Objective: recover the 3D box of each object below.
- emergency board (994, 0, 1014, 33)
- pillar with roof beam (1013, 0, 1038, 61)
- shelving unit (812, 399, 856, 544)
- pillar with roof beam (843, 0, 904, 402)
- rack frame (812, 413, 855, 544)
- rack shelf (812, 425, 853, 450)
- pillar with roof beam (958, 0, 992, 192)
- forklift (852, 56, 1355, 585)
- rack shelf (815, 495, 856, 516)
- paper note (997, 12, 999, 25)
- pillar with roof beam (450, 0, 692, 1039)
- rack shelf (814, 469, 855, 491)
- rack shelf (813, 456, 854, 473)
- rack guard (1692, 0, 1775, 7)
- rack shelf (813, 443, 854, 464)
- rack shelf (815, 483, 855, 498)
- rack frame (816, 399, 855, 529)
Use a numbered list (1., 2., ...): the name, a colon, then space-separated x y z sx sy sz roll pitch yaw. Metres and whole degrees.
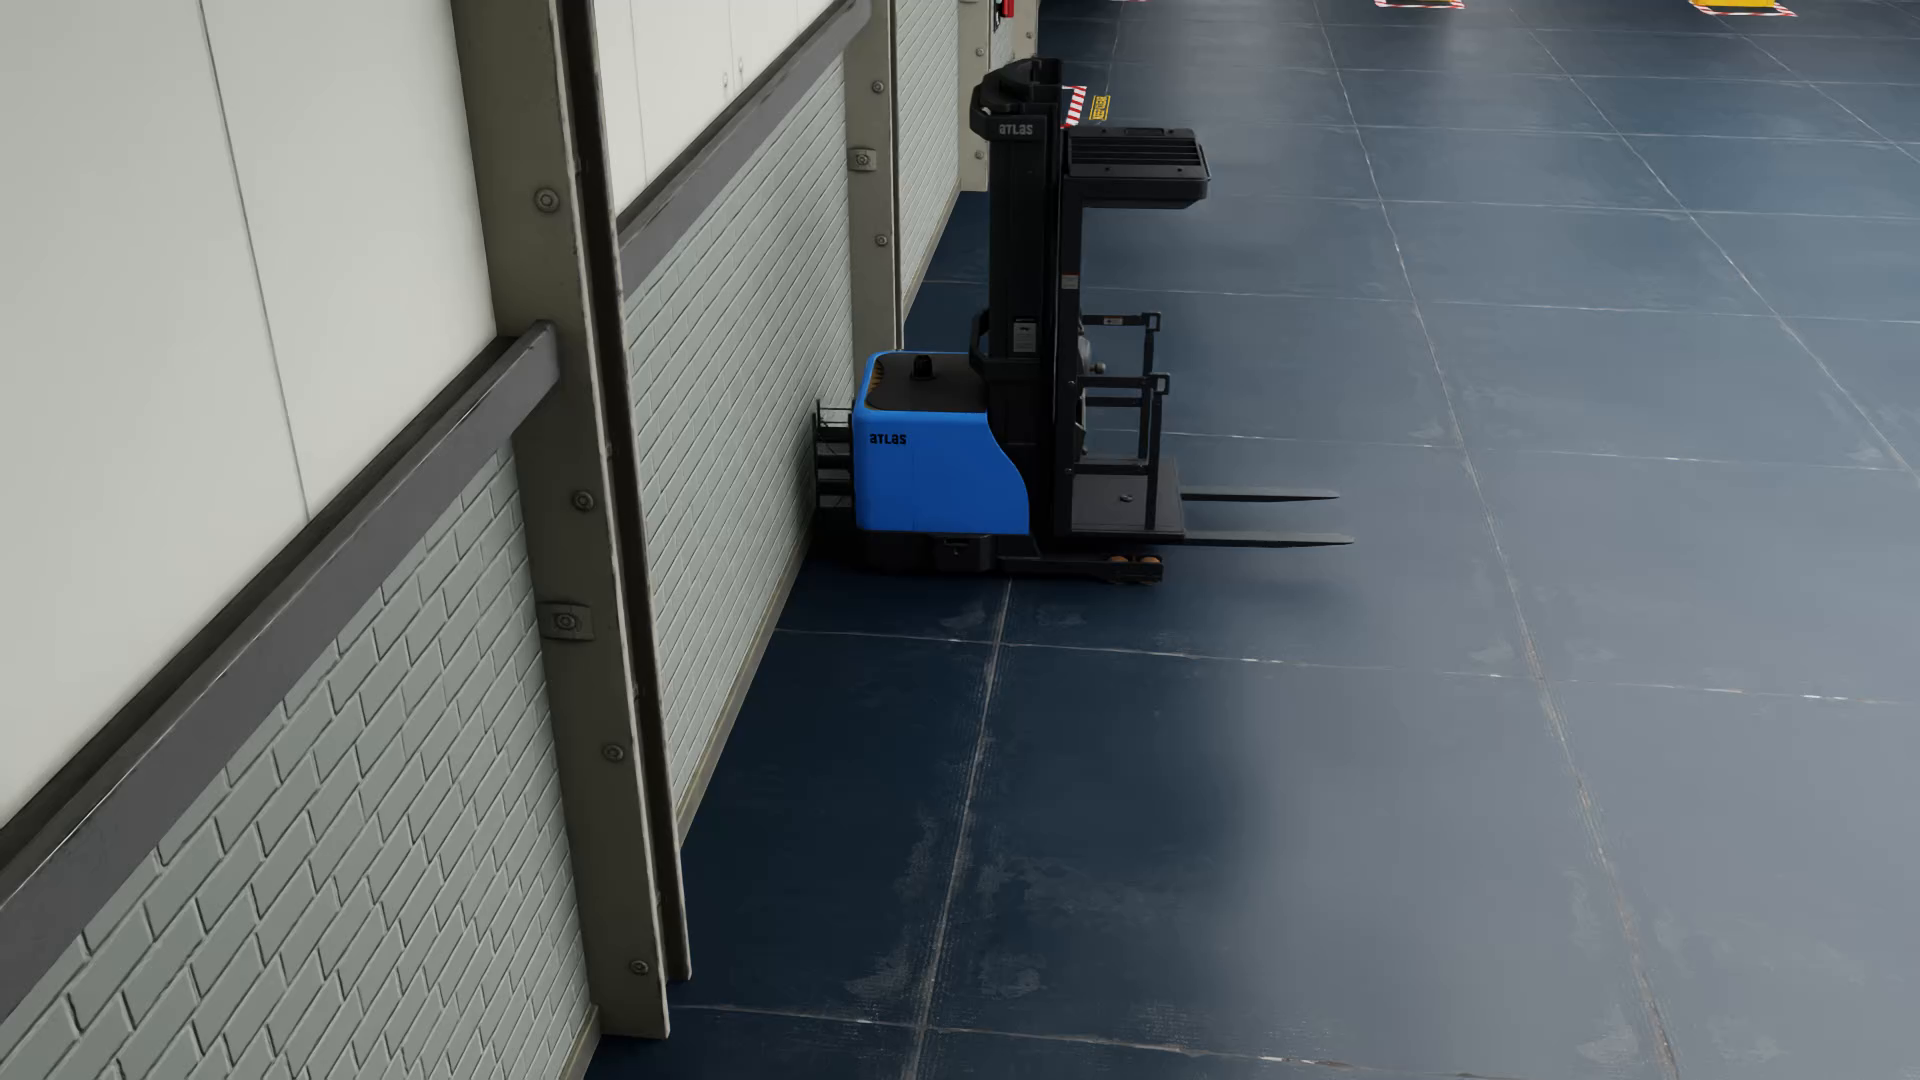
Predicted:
1. emergency board: 0.542 -6.702 19.819 0.194 1.169 0.643 3 28 6
2. pillar with roof beam: 5.155 -10.254 20.087 9.100 9.000 0.400 3 28 6
3. shelving unit: -0.770 -0.420 10.373 0.258 0.900 0.210 1 28 3
4. pillar with roof beam: 3.685 -4.605 9.602 9.100 9.000 0.400 3 28 6
5. rack frame: -0.776 -0.372 10.283 0.240 0.900 0.006 1 28 3
6. rack shelf: -0.771 -0.629 10.261 0.258 0.077 0.200 1 28 3
7. pillar with roof beam: 4.420 -7.429 14.845 9.100 9.000 0.400 3 28 6
8. forklift: 0.892 -1.279 9.826 3.031 2.935 1.130 1 28 3
9. rack shelf: -0.770 -0.232 10.474 0.258 0.077 0.200 1 28 3
10. paper note: 0.452 -6.235 19.881 0.016 0.148 0.142 3 28 6
11. pillar with roof beam: 2.950 -1.781 4.360 9.100 9.000 0.400 3 28 6
12. rack shelf: -0.770 -0.391 10.389 0.258 0.077 0.200 1 28 3
13. rack shelf: -0.770 -0.470 10.346 0.258 0.077 0.200 1 28 3
14. rack guard: 12.186 -8.670 26.107 1.175 0.500 0.348 3 28 6
15. rack shelf: -0.771 -0.549 10.303 0.258 0.077 0.200 1 28 3
16. rack shelf: -0.770 -0.312 10.431 0.258 0.077 0.200 1 28 3
17. rack frame: -0.765 -0.468 10.462 0.240 0.900 0.006 1 28 3
